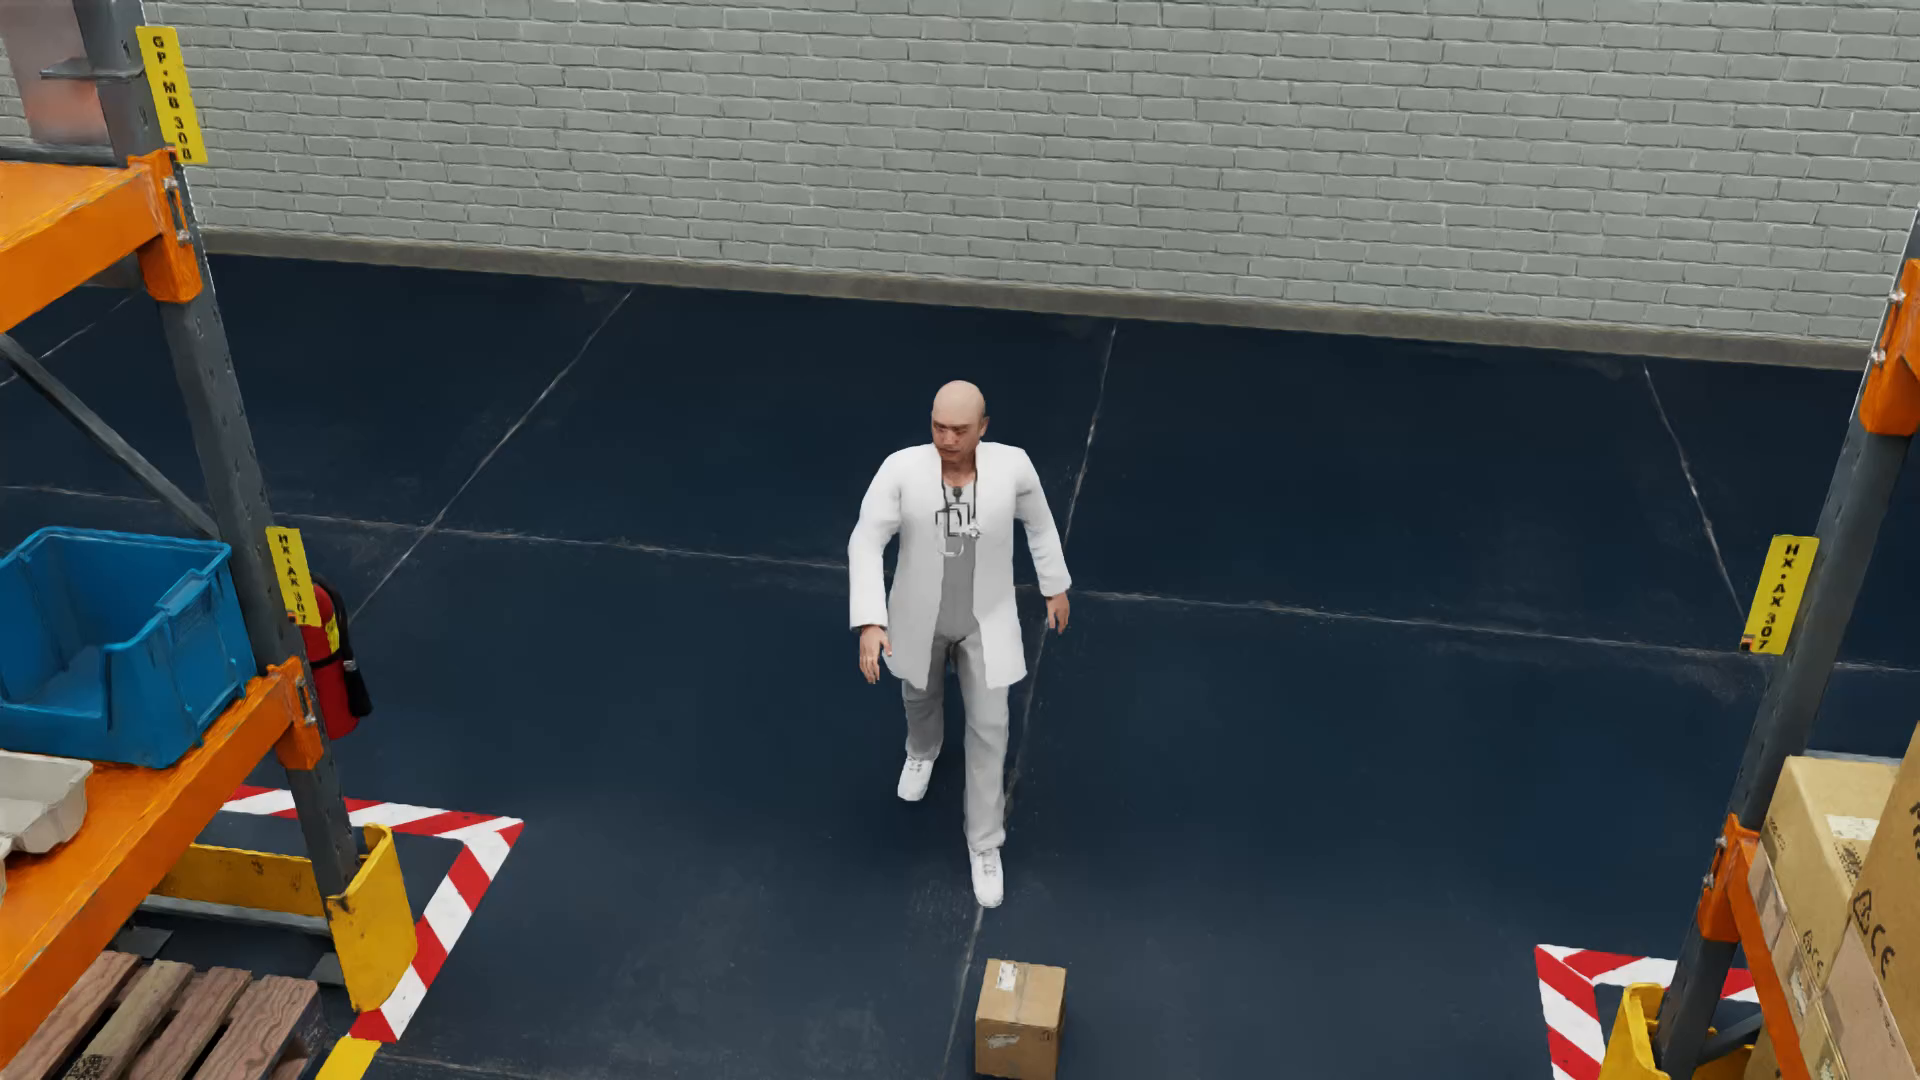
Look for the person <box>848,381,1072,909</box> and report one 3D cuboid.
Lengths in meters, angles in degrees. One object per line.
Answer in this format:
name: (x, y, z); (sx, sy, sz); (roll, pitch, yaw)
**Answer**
person: (0.014, 0.402, 5.754); (0.777, 1.537, 0.913); (-2, 32, -3)
